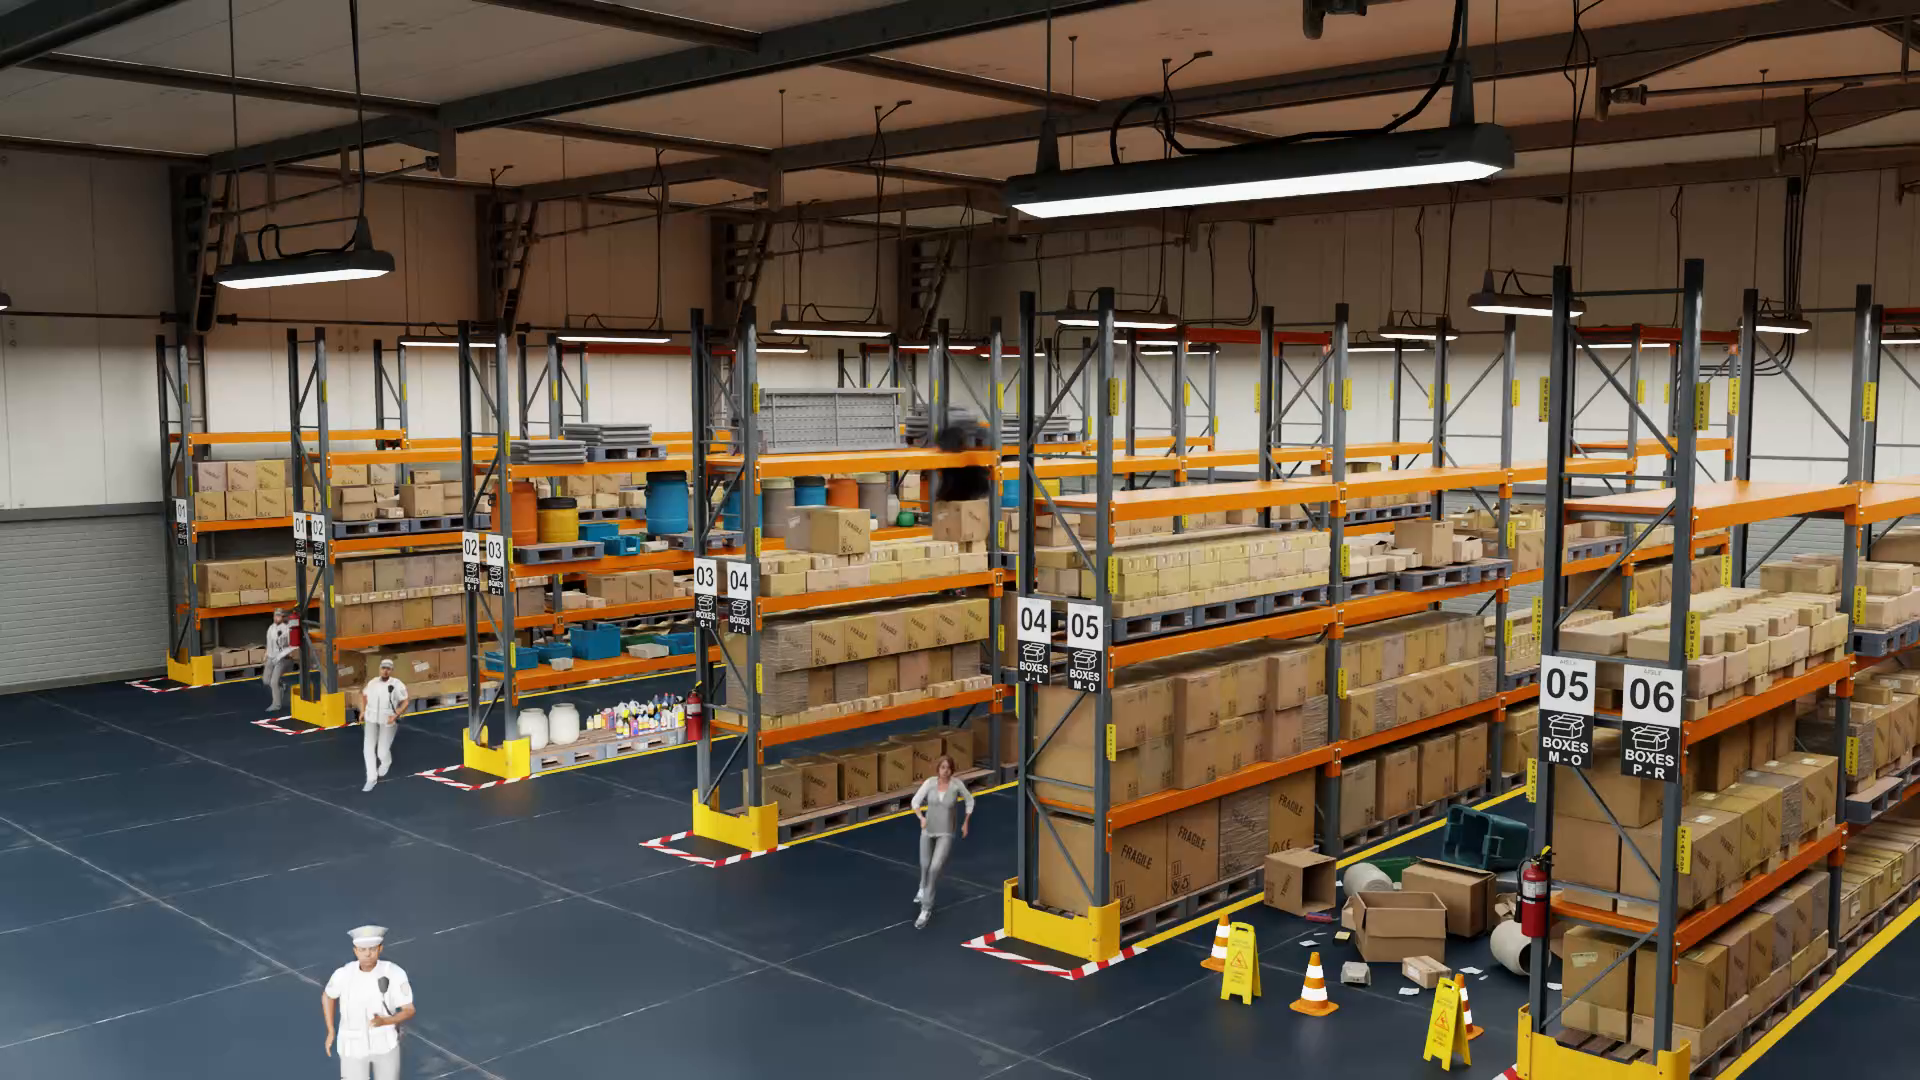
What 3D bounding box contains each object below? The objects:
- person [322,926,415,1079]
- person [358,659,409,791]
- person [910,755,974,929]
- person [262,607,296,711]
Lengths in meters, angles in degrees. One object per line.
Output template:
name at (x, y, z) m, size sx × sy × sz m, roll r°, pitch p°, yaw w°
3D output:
person at (-3.799, 3.302, 10.711) m, size 0.562 × 1.721 × 0.885 m, roll -2°, pitch 6°, yaw -20°
person at (-7.438, 2.359, 21.422) m, size 0.647 × 1.646 × 0.674 m, roll 0°, pitch 5°, yaw -1°
person at (-0.199, 2.874, 16.092) m, size 0.611 × 1.588 × 0.783 m, roll 1°, pitch 6°, yaw 13°
person at (-10.786, 1.886, 26.422) m, size 0.628 × 1.675 × 0.544 m, roll 2°, pitch 6°, yaw 19°
